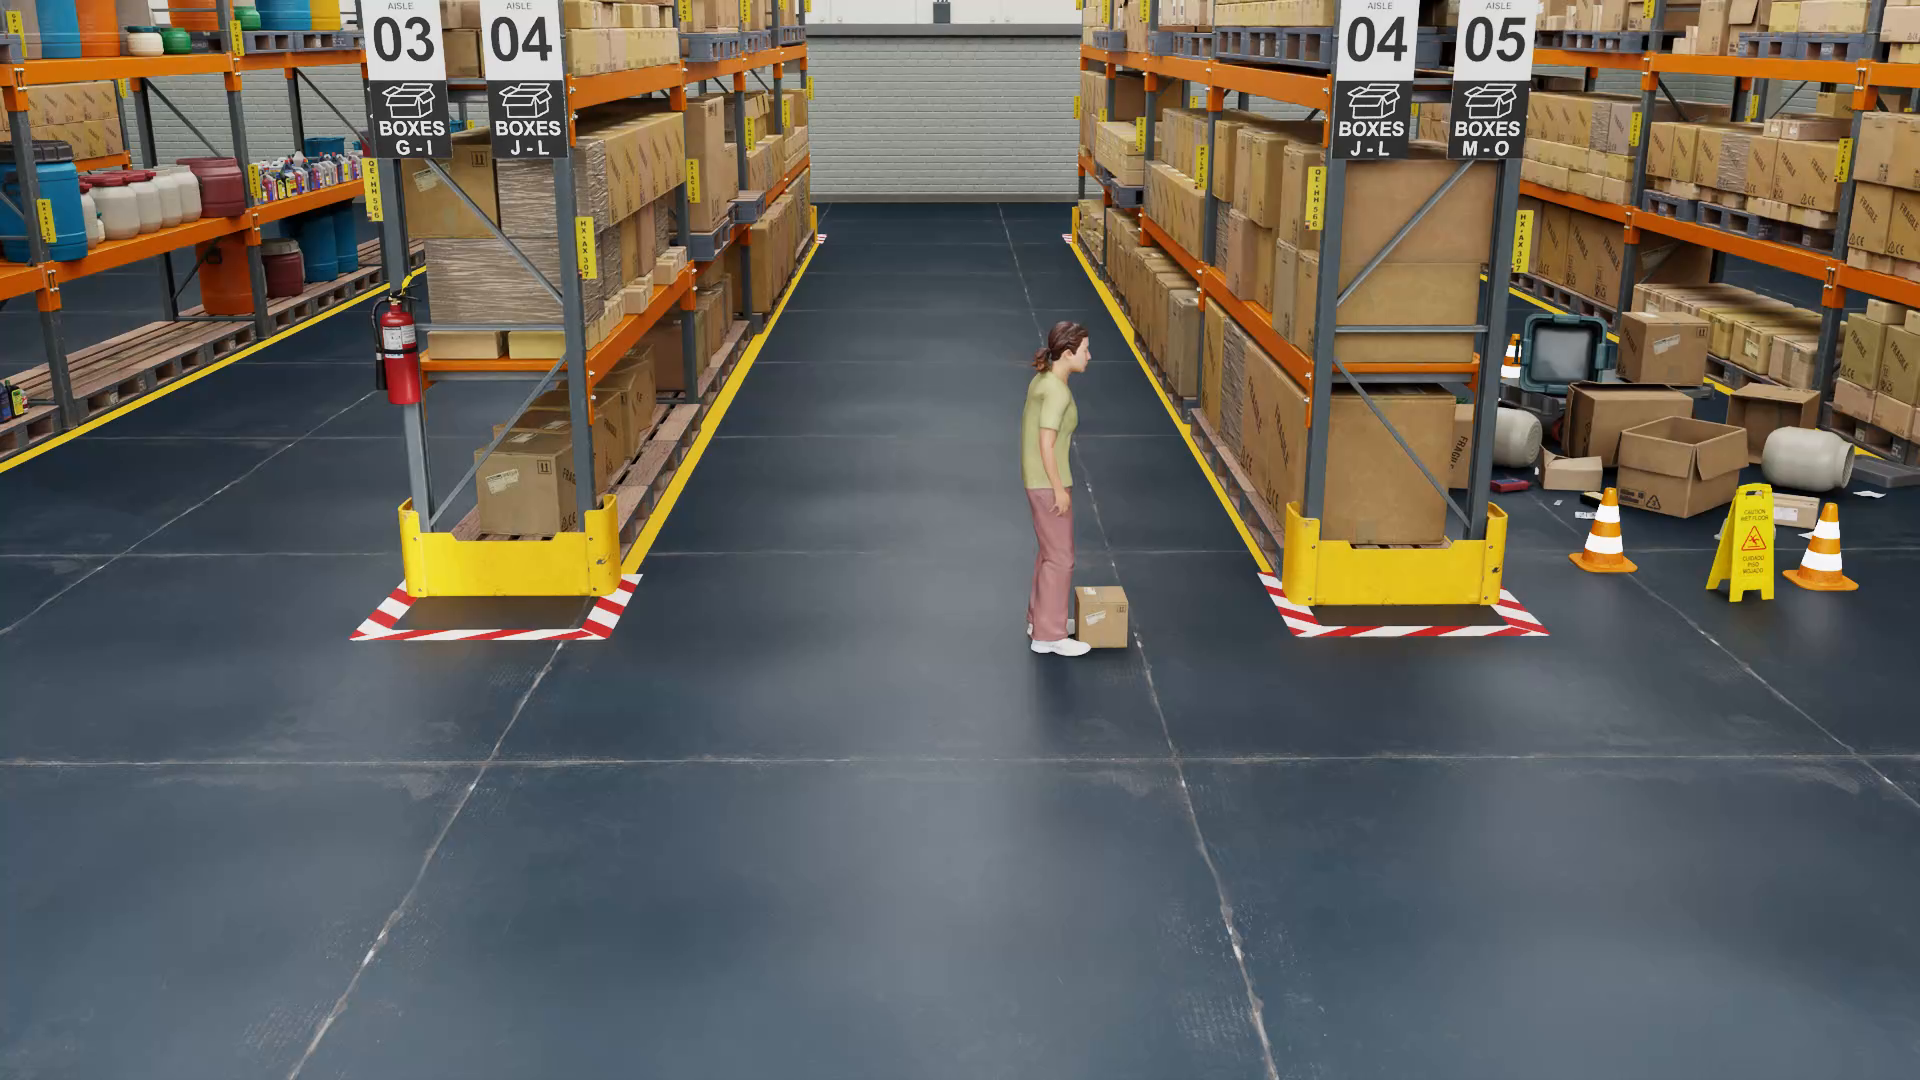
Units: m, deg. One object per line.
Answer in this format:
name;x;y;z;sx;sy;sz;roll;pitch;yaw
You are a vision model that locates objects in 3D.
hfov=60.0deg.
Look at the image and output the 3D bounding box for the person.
person;0.487;-0.275;8.435;0.357;1.673;0.499;0;17;0
